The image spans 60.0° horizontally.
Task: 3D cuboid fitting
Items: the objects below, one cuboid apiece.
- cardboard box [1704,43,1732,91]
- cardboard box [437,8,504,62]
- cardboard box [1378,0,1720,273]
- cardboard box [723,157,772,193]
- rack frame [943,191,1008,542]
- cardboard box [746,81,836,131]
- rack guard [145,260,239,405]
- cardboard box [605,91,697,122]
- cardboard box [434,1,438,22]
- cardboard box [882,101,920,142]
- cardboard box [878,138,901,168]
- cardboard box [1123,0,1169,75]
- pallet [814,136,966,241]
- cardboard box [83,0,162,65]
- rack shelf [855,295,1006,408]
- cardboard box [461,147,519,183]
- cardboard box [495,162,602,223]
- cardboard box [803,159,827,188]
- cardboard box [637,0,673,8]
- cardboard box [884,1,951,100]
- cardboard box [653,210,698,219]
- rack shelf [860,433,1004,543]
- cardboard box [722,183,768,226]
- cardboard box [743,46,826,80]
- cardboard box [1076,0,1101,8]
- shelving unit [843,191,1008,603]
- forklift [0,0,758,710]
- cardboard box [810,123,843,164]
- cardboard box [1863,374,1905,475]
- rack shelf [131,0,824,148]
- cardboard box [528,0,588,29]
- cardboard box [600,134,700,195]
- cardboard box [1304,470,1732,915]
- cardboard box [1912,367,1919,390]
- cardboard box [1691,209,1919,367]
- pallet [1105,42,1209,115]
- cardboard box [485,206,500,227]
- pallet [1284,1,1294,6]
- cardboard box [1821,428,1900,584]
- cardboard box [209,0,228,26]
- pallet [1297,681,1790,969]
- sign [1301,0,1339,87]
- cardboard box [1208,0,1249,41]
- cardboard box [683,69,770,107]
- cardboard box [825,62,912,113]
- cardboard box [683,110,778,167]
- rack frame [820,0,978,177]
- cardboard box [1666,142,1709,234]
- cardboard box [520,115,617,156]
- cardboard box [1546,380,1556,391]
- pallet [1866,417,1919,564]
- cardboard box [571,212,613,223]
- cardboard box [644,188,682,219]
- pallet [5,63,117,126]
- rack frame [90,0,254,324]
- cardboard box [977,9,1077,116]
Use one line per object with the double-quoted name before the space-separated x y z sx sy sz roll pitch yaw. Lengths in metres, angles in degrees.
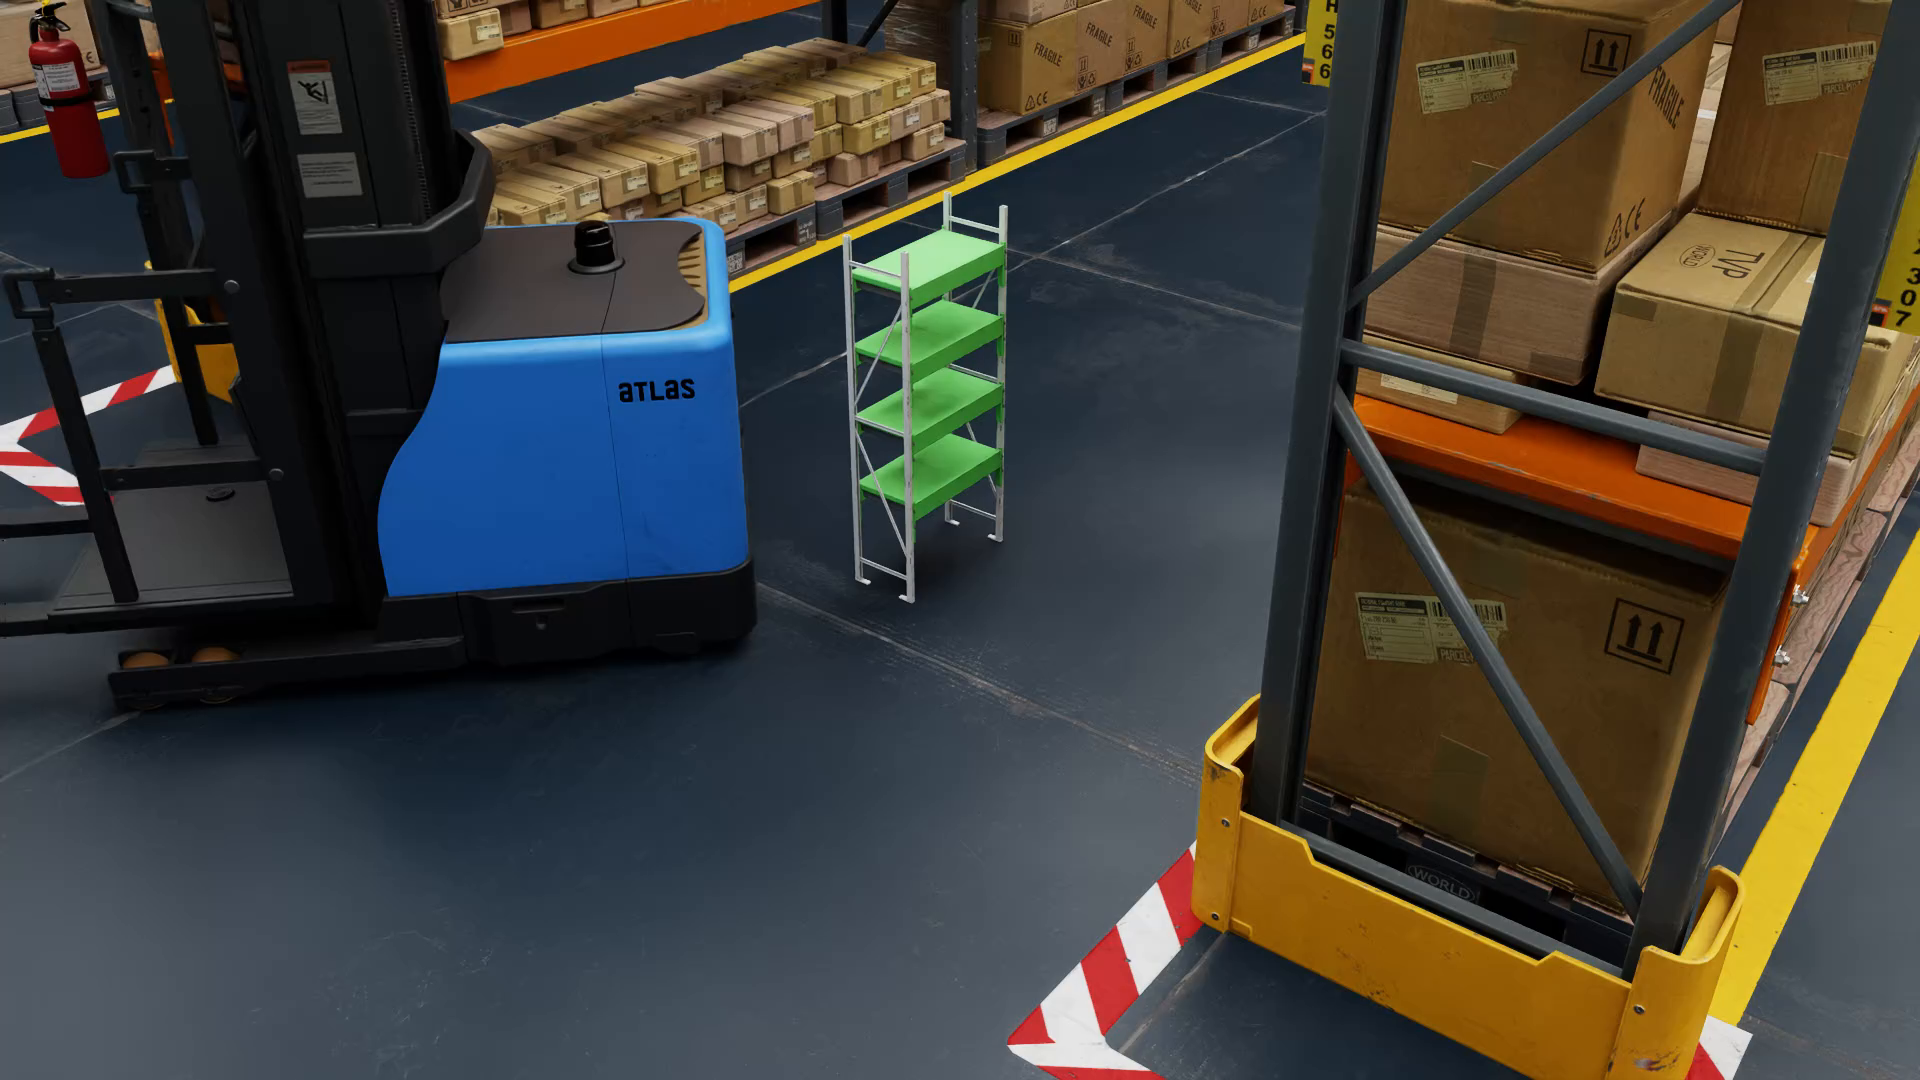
"cardboard box" 2.144 -1.225 4.730 0.500 0.250 0.500 21 37 31
"cardboard box" -1.972 -1.956 6.355 0.380 0.149 0.250 20 36 30
"cardboard box" 1.223 -0.922 3.483 0.500 0.500 0.500 22 37 32
"cardboard box" -1.124 -1.794 7.928 0.380 0.149 0.250 19 36 29
"rack frame" 0.047 -0.548 5.498 0.240 1.200 0.015 21 37 31
"cardboard box" -0.834 -2.135 8.211 0.380 0.149 0.250 22 37 33
"rack guard" -2.709 -0.780 6.576 1.175 0.500 0.348 21 37 31
"cardboard box" -1.497 -2.045 8.059 0.380 0.149 0.250 19 36 29
"cardboard box" -2.264 -2.093 5.949 0.500 0.500 0.500 23 38 33
"cardboard box" -0.431 -2.193 8.600 0.380 0.149 0.250 19 36 29
"cardboard box" -0.529 -2.060 8.669 0.380 0.149 0.250 22 37 33
"cardboard box" 0.941 -3.207 10.259 0.500 0.500 0.500 22 37 32
"pallet" -0.718 -1.967 8.862 1.003 0.211 1.213 21 37 31
"cardboard box" -5.352 -3.425 10.688 0.875 0.438 0.875 20 36 30
"rack shelf" -0.100 -0.600 5.241 0.258 0.148 0.480 21 37 31
"cardboard box" -2.178 -1.642 7.380 0.380 0.149 0.250 20 36 29
"cardboard box" -1.759 -1.481 7.108 0.380 0.149 0.250 19 36 29
"cardboard box" -0.893 -1.863 8.336 0.380 0.149 0.250 20 36 30
"cardboard box" -1.397 -2.397 7.099 0.380 0.149 0.250 23 37 33
"cardboard box" -0.095 -2.934 9.798 0.500 0.500 0.500 20 36 30
"cardboard box" -1.407 -1.405 7.564 0.380 0.149 0.250 19 36 29
"rack shelf" -0.100 -0.187 5.486 0.258 0.148 0.480 21 37 31
"cardboard box" -1.141 -1.634 7.950 0.380 0.149 0.250 22 37 32
"cardboard box" -0.927 -2.490 8.811 0.380 0.149 0.250 23 38 34
"cardboard box" 0.636 -3.314 9.705 0.500 0.250 0.500 22 37 33
"shelving unit" -0.100 -0.449 5.331 0.258 1.200 0.503 21 37 31
"forklift" -2.192 -1.050 4.646 3.031 2.935 1.130 -4 31 -7
"cardboard box" -0.808 -2.007 8.286 0.380 0.149 0.250 21 37 32
"cardboard box" 1.769 -0.296 3.554 0.380 0.149 0.250 21 36 31
"rack shelf" -1.548 -2.328 7.441 1.077 0.370 4.000 21 37 31
"cardboard box" -1.742 -2.206 6.777 0.380 0.149 0.250 21 36 31
"cardboard box" -1.389 -1.684 7.450 0.380 0.149 0.250 22 37 32
"cardboard box" 1.461 0.192 4.156 0.875 0.875 0.875 21 37 31
"cardboard box" 2.080 -0.507 3.909 0.380 0.149 0.250 20 36 31
"cardboard box" 1.952 -0.646 3.753 0.500 0.250 0.500 21 36 31
"pallet" 0.864 -3.066 10.716 1.003 0.211 1.213 21 37 31
"cardboard box" -2.097 -1.292 6.789 0.380 0.149 0.250 22 37 32
"pallet" 2.610 -4.174 12.586 1.003 0.211 1.213 21 37 31
"cardboard box" 2.547 -0.540 5.391 0.875 0.875 0.875 21 37 31
"cardboard box" -2.689 -2.257 6.227 0.500 0.500 0.500 22 37 32
"pallet" 1.559 0.594 4.541 1.003 0.211 1.213 21 37 31
"sign" 0.714 -1.029 3.177 0.100 0.325 0.005 21 37 31
"cardboard box" 1.569 -3.624 10.962 0.500 0.500 0.500 23 38 33
"cardboard box" -1.180 -2.259 8.421 0.380 0.149 0.250 20 36 30
"cardboard box" -0.470 -2.320 8.523 0.380 0.149 0.250 22 37 32
"cardboard box" -1.076 -1.883 7.786 0.380 0.149 0.250 20 36 30
"rack frame" -0.340 -3.450 8.630 1.000 3.000 0.127 21 37 31
"cardboard box" 1.526 -0.805 4.021 0.500 0.250 0.500 20 36 30
"cardboard box" -1.813 -1.842 7.716 0.380 0.149 0.250 20 36 30
"cardboard box" 1.246 -0.501 3.900 0.380 0.149 0.250 22 37 32
"pallet" 3.032 -0.398 6.215 1.003 0.211 1.213 21 37 31
"cardboard box" -1.705 -1.332 7.148 0.380 0.149 0.250 22 37 33
"cardboard box" -1.490 -1.592 7.587 0.380 0.149 0.250 23 38 34
"pallet" -5.605 -2.950 10.521 1.003 0.211 1.213 21 37 31
"rack frame" -2.755 -1.824 5.886 1.000 3.000 0.127 21 37 31
"cardboard box" 0.317 -2.774 9.529 0.500 0.500 0.500 23 37 33
